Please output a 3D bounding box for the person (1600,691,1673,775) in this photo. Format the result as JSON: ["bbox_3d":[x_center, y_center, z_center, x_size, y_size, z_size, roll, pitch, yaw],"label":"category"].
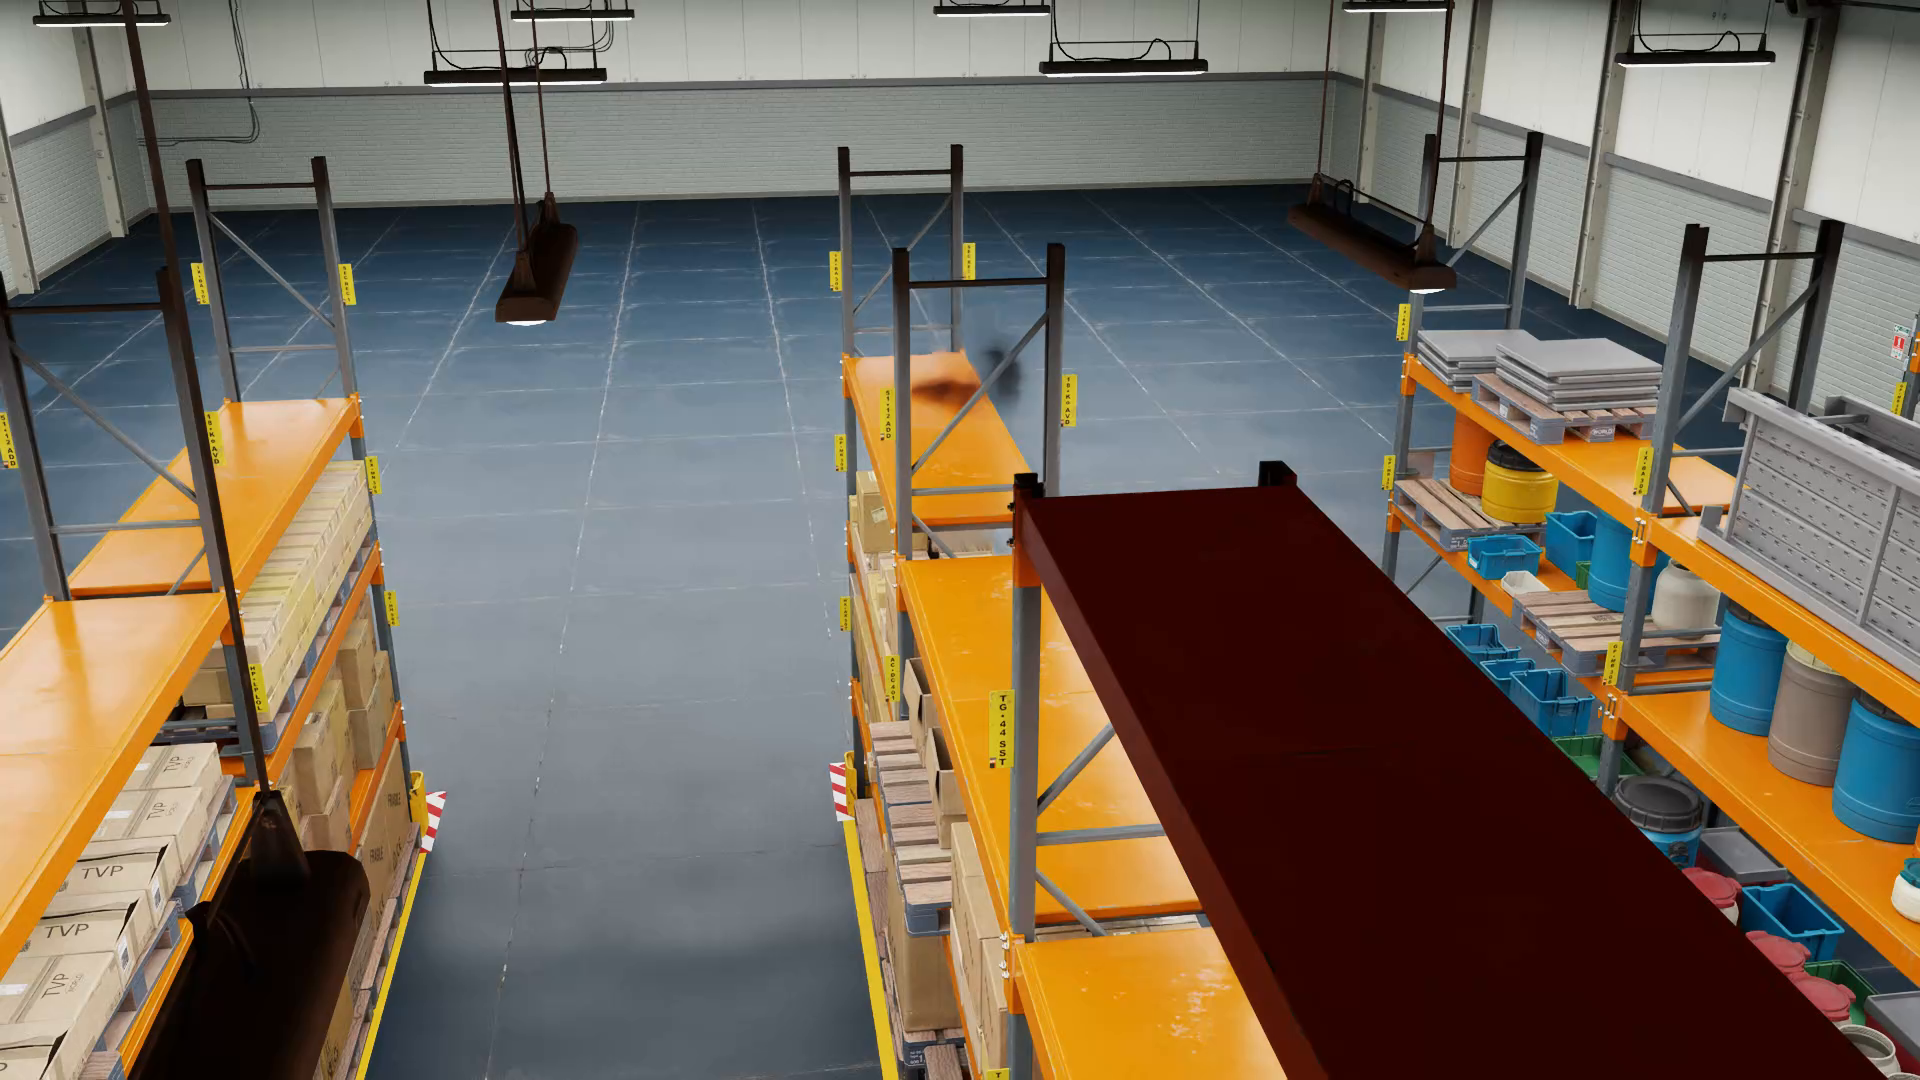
[{"bbox_3d":[6.170,1.645,15.119,0.709,1.737,0.757,-9,23,-22],"label":"person"}]
